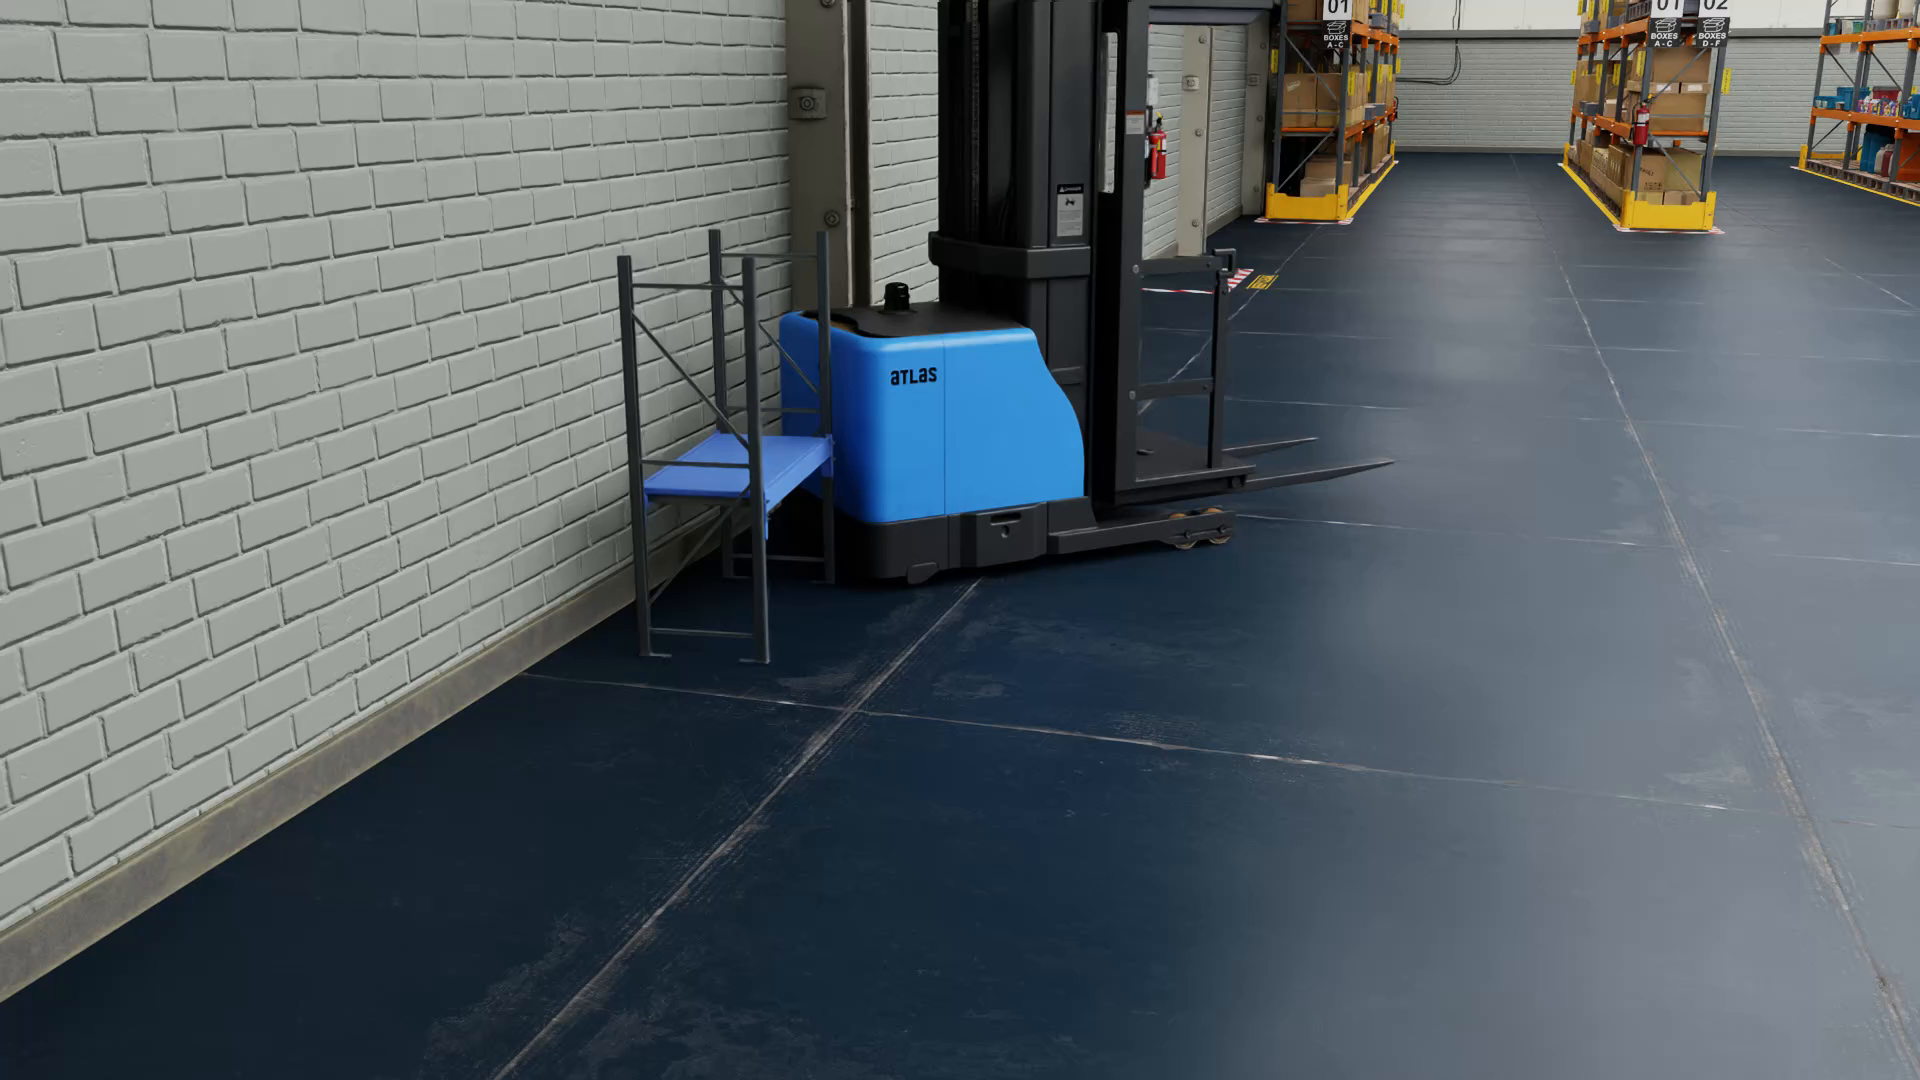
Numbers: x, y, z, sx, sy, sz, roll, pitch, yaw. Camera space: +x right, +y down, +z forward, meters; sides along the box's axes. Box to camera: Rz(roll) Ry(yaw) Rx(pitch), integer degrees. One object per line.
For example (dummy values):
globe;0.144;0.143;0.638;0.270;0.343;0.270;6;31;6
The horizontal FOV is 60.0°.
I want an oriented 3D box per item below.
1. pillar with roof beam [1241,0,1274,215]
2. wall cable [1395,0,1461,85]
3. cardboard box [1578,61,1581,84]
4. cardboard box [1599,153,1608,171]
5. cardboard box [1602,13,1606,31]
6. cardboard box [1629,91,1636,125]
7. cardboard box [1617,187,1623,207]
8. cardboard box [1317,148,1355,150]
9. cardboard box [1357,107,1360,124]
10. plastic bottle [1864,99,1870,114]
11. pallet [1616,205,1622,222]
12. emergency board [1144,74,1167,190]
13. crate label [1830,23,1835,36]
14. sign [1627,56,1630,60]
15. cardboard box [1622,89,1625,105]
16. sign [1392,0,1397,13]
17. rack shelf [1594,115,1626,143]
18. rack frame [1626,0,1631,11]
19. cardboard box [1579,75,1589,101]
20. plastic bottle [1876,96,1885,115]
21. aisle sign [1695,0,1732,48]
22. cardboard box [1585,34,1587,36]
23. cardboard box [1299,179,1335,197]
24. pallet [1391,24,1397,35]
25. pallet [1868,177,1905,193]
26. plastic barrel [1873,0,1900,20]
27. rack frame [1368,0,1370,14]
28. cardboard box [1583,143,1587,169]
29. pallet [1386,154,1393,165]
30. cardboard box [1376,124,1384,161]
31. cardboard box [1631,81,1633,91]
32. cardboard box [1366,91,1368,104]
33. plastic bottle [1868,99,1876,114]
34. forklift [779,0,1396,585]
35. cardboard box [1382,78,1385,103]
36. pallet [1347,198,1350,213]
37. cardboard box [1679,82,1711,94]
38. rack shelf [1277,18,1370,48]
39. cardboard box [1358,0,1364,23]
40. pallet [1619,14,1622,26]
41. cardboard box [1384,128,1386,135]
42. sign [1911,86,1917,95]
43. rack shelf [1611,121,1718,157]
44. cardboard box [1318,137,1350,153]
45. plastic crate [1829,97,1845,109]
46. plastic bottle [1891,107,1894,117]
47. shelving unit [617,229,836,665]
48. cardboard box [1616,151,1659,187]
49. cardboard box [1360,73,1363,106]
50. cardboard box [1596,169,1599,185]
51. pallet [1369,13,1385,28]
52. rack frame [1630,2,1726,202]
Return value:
pillar with roof beam;8.592;-8.992;23.041;9.100;9.000;0.400;5;16;16
wall cable;11.592;-13.220;43.637;3.097;2.526;0.112;5;16;16
cardboard box;13.725;-10.158;36.130;0.500;0.500;0.500;5;17;17
cardboard box;11.109;-6.397;28.127;0.500;0.311;0.500;5;16;16
cardboard box;12.356;-9.641;30.642;0.910;0.500;0.500;5;16;16
cardboard box;10.719;-6.646;25.580;0.700;0.500;0.500;4;16;15
cardboard box;9.845;-4.981;24.161;0.500;0.250;0.500;5;16;16
cardboard box;6.956;-6.973;30.693;0.700;0.500;0.500;5;16;16
cardboard box;5.968;-6.632;25.952;0.500;0.250;0.500;5;17;16
plastic bottle;17.344;-8.283;31.772;0.097;0.271;0.097;0;16;0
pallet;10.023;-4.668;23.901;1.003;0.211;1.213;5;16;16
emergency board;2.021;-4.226;17.233;0.194;1.169;0.643;5;16;16
crate label;18.569;-10.762;35.052;0.408;0.251;0.502;5;16;16
sign;14.919;-10.653;37.190;0.100;0.325;0.005;5;16;16
cardboard box;11.658;-7.507;28.617;0.500;0.500;0.500;4;16;13
sign;9.028;-11.133;34.561;0.100;0.325;0.005;5;16;16
rack shelf;11.551;-7.030;28.436;1.077;0.370;4.000;5;16;16
rack frame;10.982;-9.739;25.674;1.000;3.000;0.127;5;16;16
cardboard box;12.907;-9.089;33.425;0.700;0.500;0.500;-1;16;-3
plastic bottle;17.074;-8.050;30.804;0.144;0.351;0.185;5;16;16
aisle sign;10.121;-7.016;22.304;0.394;0.787;0.004;5;16;16
cardboard box;13.425;-10.726;34.926;0.500;0.250;0.500;5;16;16
cardboard box;5.378;-5.282;25.075;0.500;0.311;0.500;3;16;10
pallet;9.096;-11.261;36.699;1.003;0.211;1.213;5;16;16
pallet;17.051;-6.382;29.944;1.003;0.211;1.213;5;16;16
plastic barrel;17.614;-10.153;31.612;0.433;0.535;0.433;0;16;0
rack frame;6.232;-10.122;27.025;1.000;3.000;0.127;5;16;16
cardboard box;12.595;-7.577;32.820;0.500;0.500;0.500;5;17;17
pallet;9.490;-8.819;38.534;1.003;0.211;1.213;5;16;16
cardboard box;8.445;-8.317;34.824;0.750;0.750;0.750;5;17;17
cardboard box;10.504;-6.956;25.484;0.380;0.149;0.250;4;16;15
cardboard box;7.112;-8.270;30.500;0.700;0.500;0.500;3;16;11
plastic bottle;17.244;-8.167;31.354;0.152;0.276;0.135;5;16;16
forklift;0.713;-1.484;7.692;3.031;2.935;1.130;-8;18;-26
cardboard box;8.329;-9.125;33.737;0.500;0.500;0.500;5;16;16
pallet;5.381;-5.078;25.345;1.003;0.211;1.213;5;16;16
cardboard box;10.164;-6.253;23.004;0.380;0.149;0.250;5;16;15
rack shelf;5.663;-7.810;25.688;1.077;0.370;4.000;5;16;16
cardboard box;5.892;-8.174;25.434;0.500;0.500;0.500;6;17;19
pallet;11.697;-8.774;28.116;1.003;0.211;1.213;5;17;18
cardboard box;9.237;-9.040;36.827;0.380;0.149;0.250;4;16;14
sign;18.531;-8.651;32.324;0.100;0.325;0.005;5;16;16
rack shelf;10.414;-5.984;24.746;1.077;0.370;4.000;5;16;16
cardboard box;6.547;-6.915;29.113;0.500;0.250;0.500;4;16;15
plastic crate;18.295;-9.094;34.589;0.416;0.233;0.300;5;16;16
plastic bottle;16.717;-7.672;29.746;0.097;0.201;0.097;0;16;0
shelving unit;-0.873;-0.408;6.521;0.538;1.500;1.048;3;16;10
cardboard box;9.983;-5.472;24.521;0.500;0.500;0.500;5;16;16
cardboard box;6.104;-7.125;26.315;0.500;0.500;0.500;4;16;14
cardboard box;11.259;-6.262;28.680;0.500;0.250;0.500;5;17;17
pallet;6.509;-8.742;28.000;1.213;0.211;1.003;5;16;16
rack frame;9.846;-5.806;22.803;1.000;3.000;0.127;5;16;16
